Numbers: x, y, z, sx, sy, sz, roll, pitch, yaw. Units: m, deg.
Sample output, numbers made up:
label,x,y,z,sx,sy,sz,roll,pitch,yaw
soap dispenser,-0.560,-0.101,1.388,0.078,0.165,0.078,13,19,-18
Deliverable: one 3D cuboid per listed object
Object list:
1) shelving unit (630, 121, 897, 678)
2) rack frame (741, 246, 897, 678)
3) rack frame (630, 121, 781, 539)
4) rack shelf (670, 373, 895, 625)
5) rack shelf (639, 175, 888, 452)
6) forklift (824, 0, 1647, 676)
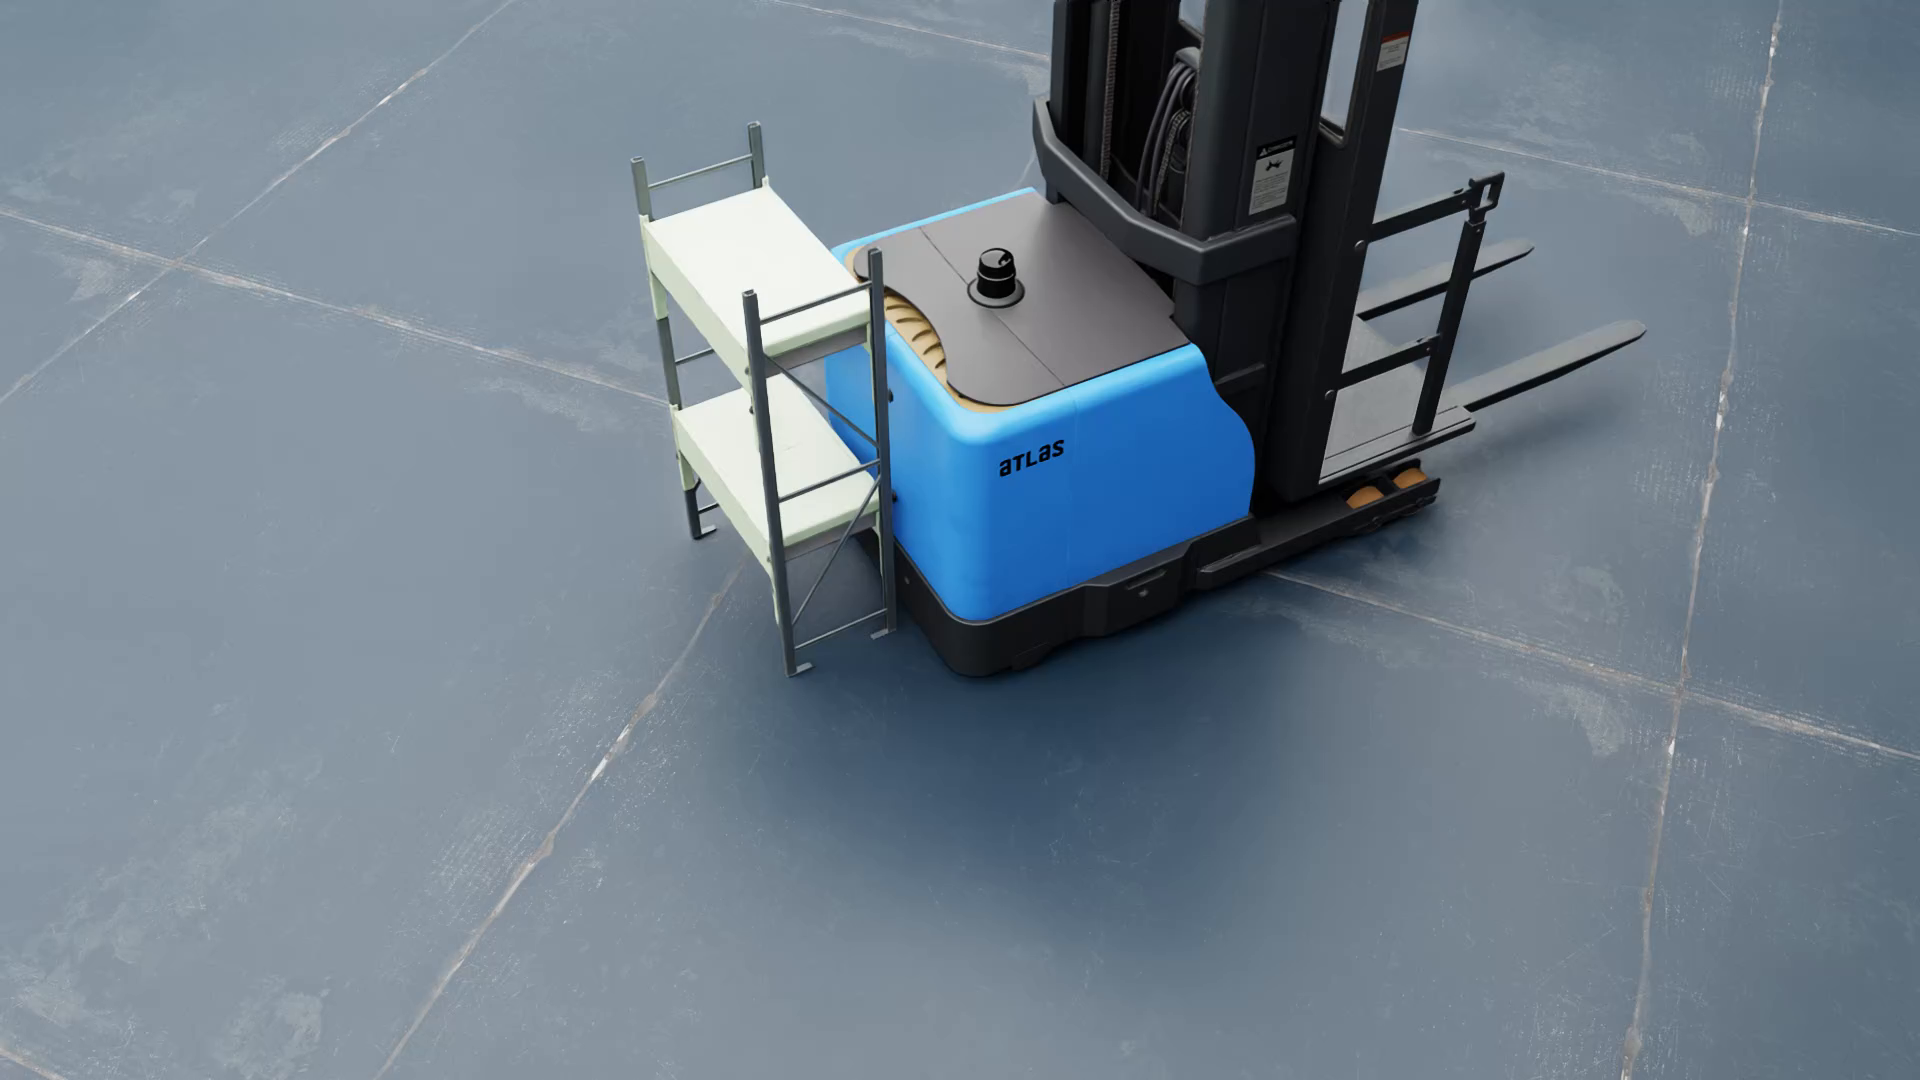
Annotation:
label,x,y,z,sx,sy,sz,roll,pitch,yaw
shelving unit,-0.570,-0.391,5.079,0.431,1.500,0.755,-23,49,-21
rack frame,-0.383,-0.169,4.856,0.400,1.500,0.023,-23,49,-21
rack frame,-0.757,-0.612,5.302,0.400,1.500,0.023,-23,49,-21
rack shelf,-0.570,-0.159,5.309,0.431,0.370,0.720,-23,49,-21
rack shelf,-0.570,-0.667,4.804,0.431,0.370,0.720,-23,49,-21
forklift,1.088,-1.368,5.047,3.031,2.935,1.130,-21,49,-20
